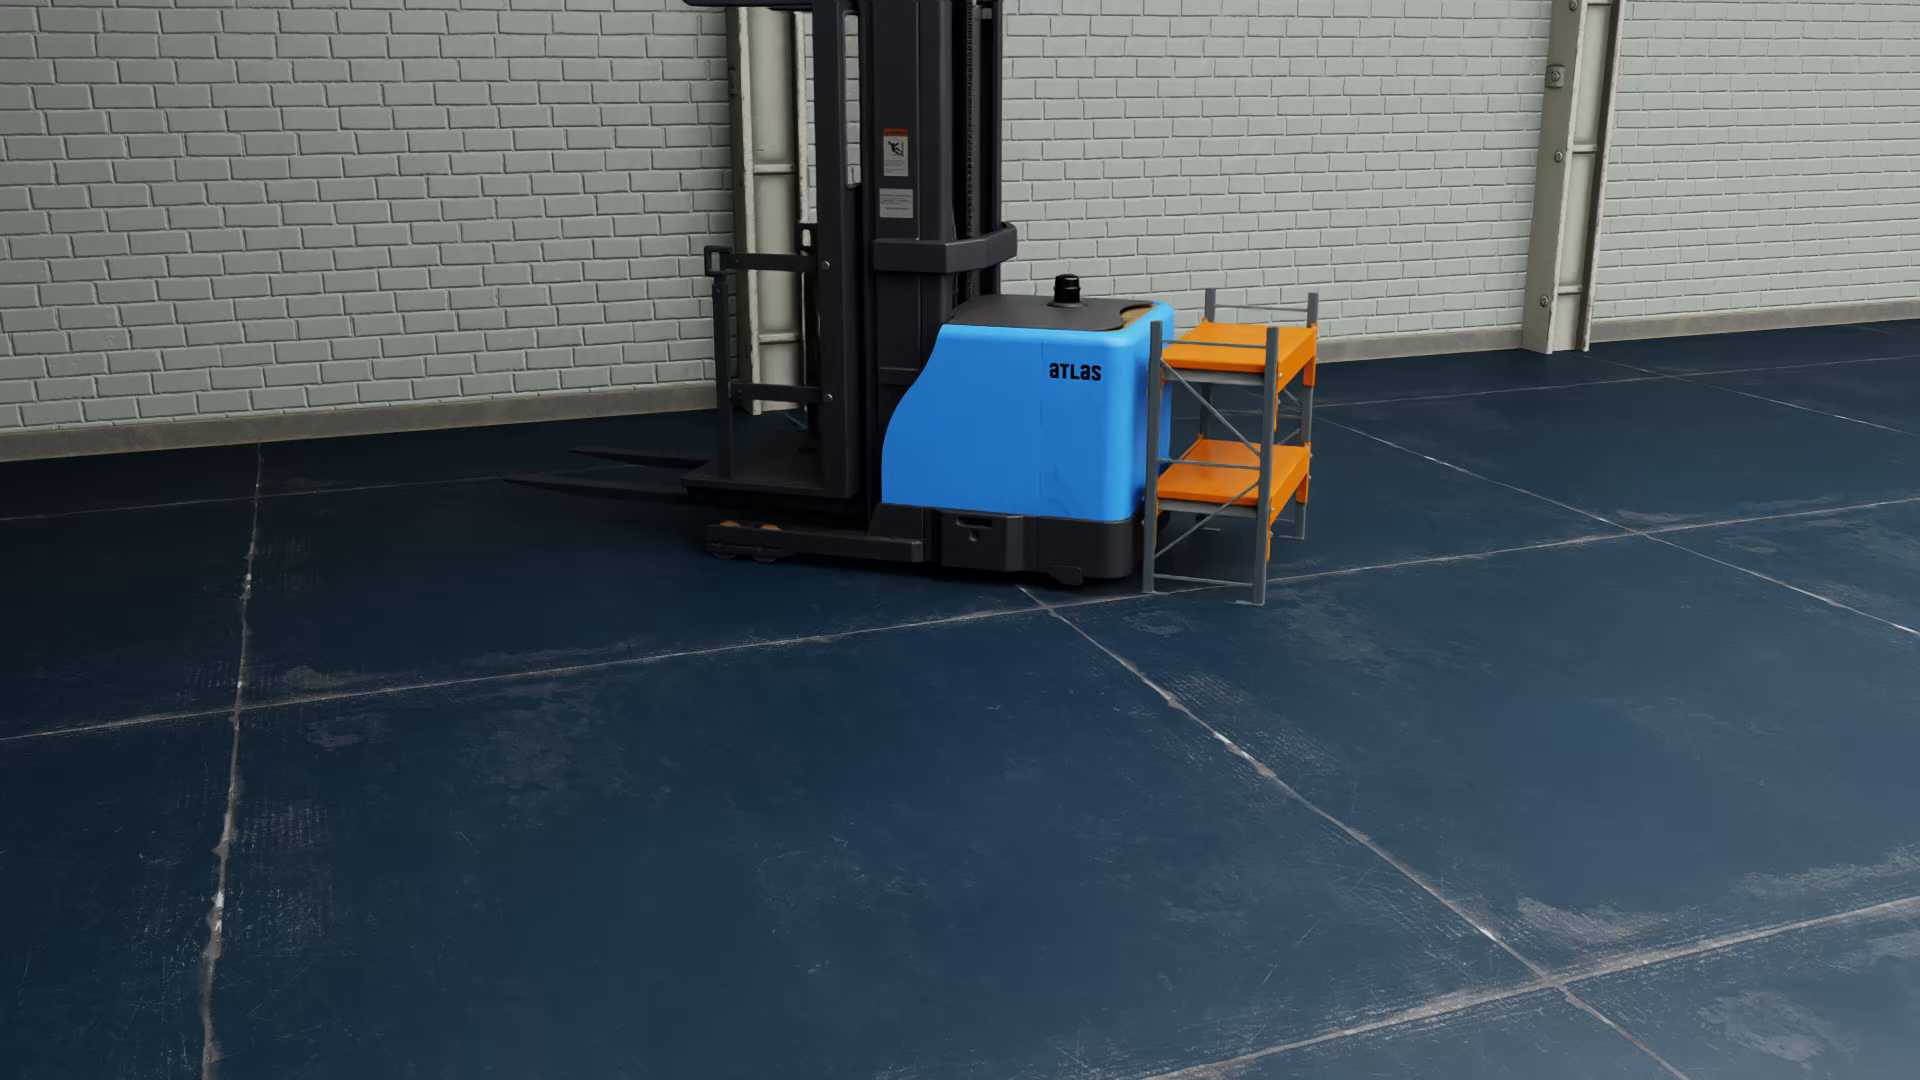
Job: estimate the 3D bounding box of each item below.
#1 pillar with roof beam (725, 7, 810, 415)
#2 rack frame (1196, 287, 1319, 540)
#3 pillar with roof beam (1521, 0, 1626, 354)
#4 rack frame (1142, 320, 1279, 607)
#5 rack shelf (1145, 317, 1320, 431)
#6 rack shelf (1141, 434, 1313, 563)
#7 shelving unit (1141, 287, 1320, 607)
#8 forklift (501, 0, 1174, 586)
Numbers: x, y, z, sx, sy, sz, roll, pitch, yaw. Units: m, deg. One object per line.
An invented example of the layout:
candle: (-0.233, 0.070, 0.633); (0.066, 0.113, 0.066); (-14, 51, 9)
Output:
pillar with roof beam: (0.395, -4.013, 5.293); (0.400, 9.000, 9.100); (-6, 17, -20)
rack frame: (1.339, -0.568, 7.536); (0.500, 1.125, 0.032); (6, 17, 19)
pillar with roof beam: (5.998, -4.618, 7.353); (0.400, 9.000, 9.100); (-6, 17, -20)
rack frame: (0.989, -0.299, 6.620); (0.500, 1.125, 0.032); (6, 17, 19)
rack shelf: (1.164, -0.714, 6.995); (0.538, 0.278, 1.000); (6, 17, 19)
rack shelf: (1.164, -0.199, 7.147); (0.538, 0.278, 1.000); (6, 17, 19)
shelving unit: (1.164, -0.433, 7.078); (0.538, 1.125, 1.048); (6, 17, 19)
forklift: (-0.610, -1.441, 7.302); (3.031, 2.935, 1.130); (5, 17, 17)
